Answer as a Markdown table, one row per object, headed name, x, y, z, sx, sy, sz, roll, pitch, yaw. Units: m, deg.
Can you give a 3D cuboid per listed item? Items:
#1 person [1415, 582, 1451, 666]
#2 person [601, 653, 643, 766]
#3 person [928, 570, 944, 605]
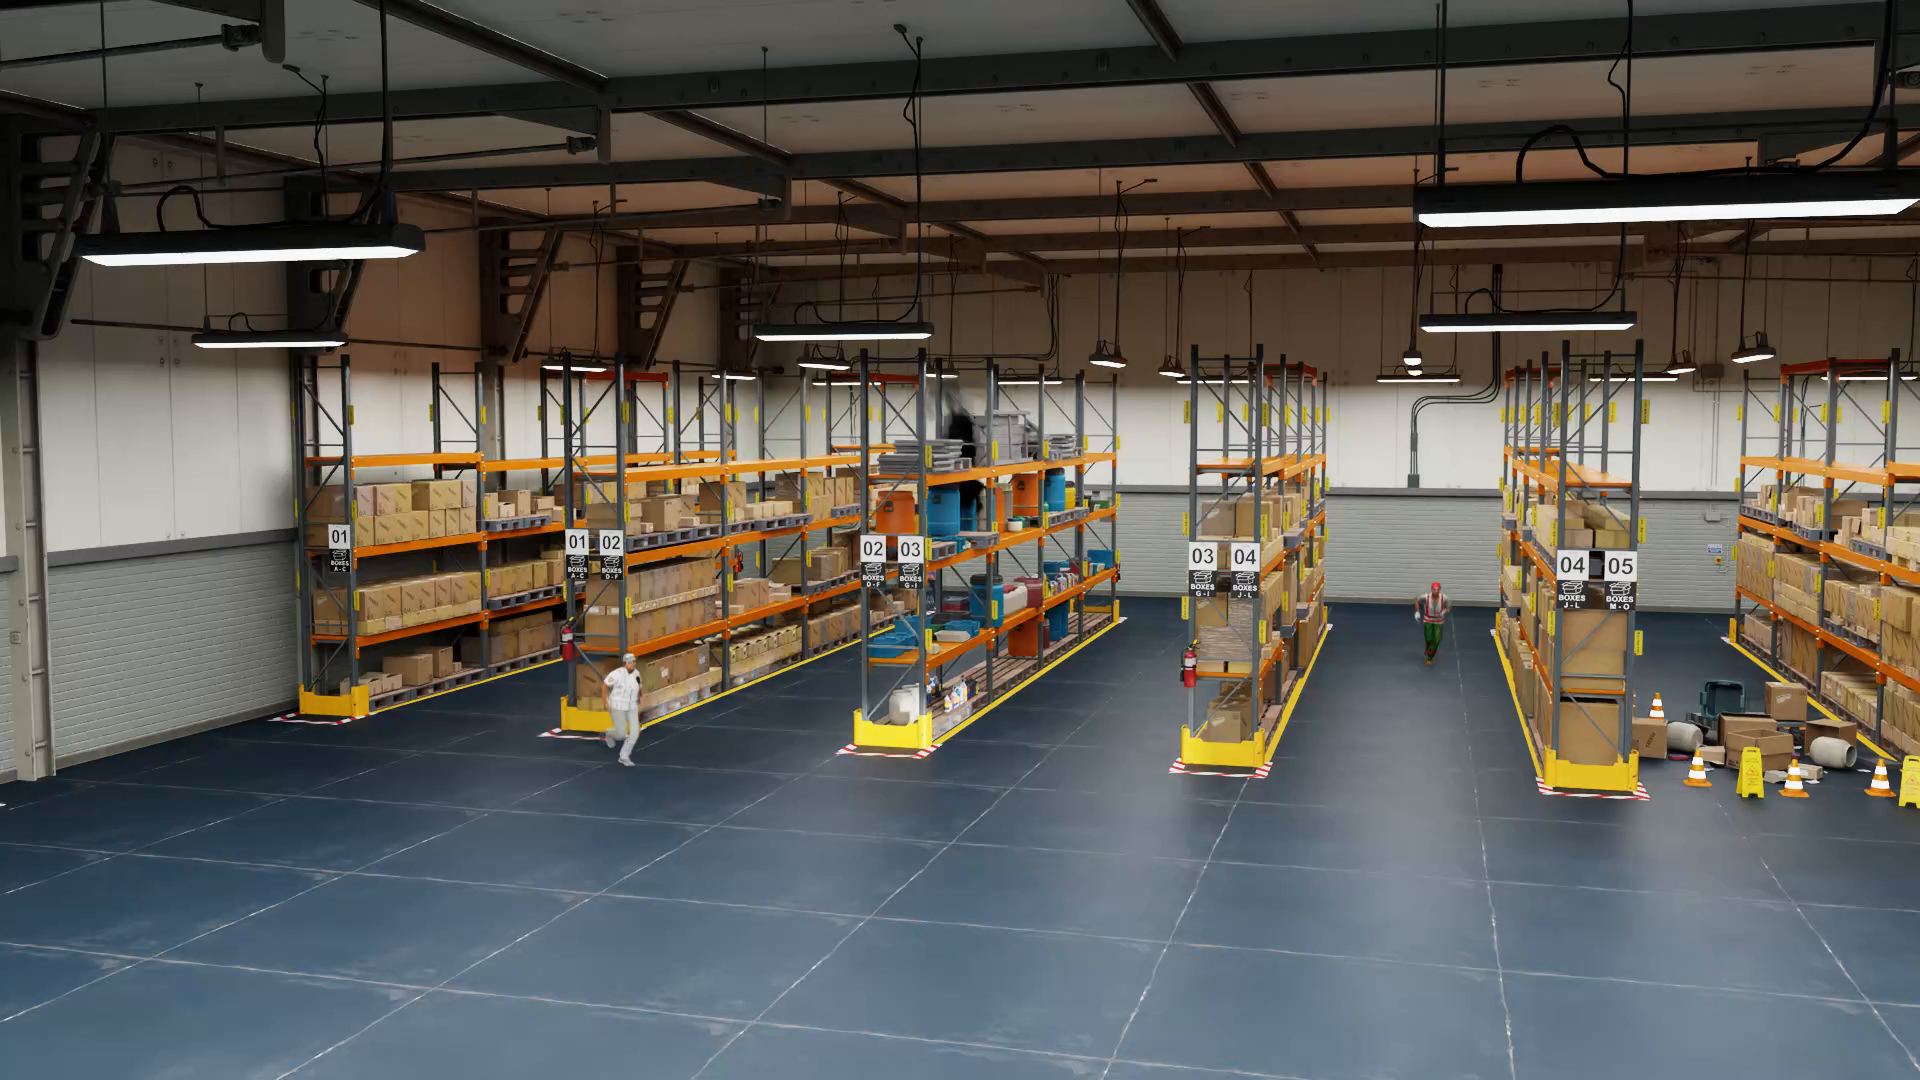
| name | x | y | z | sx | sy | sz | roll | pitch | yaw |
| --- | --- | --- | --- | --- | --- | --- | --- | --- | --- |
| person | 9.420 | 1.676 | 33.095 | 0.649 | 1.703 | 0.707 | 0 | 4 | 5 |
| person | -4.848 | 2.428 | 23.913 | 0.639 | 1.629 | 0.663 | -4 | 6 | -43 |
| person | -0.657 | 1.030 | 42.709 | 0.553 | 1.542 | 0.489 | -3 | 5 | -31 |
